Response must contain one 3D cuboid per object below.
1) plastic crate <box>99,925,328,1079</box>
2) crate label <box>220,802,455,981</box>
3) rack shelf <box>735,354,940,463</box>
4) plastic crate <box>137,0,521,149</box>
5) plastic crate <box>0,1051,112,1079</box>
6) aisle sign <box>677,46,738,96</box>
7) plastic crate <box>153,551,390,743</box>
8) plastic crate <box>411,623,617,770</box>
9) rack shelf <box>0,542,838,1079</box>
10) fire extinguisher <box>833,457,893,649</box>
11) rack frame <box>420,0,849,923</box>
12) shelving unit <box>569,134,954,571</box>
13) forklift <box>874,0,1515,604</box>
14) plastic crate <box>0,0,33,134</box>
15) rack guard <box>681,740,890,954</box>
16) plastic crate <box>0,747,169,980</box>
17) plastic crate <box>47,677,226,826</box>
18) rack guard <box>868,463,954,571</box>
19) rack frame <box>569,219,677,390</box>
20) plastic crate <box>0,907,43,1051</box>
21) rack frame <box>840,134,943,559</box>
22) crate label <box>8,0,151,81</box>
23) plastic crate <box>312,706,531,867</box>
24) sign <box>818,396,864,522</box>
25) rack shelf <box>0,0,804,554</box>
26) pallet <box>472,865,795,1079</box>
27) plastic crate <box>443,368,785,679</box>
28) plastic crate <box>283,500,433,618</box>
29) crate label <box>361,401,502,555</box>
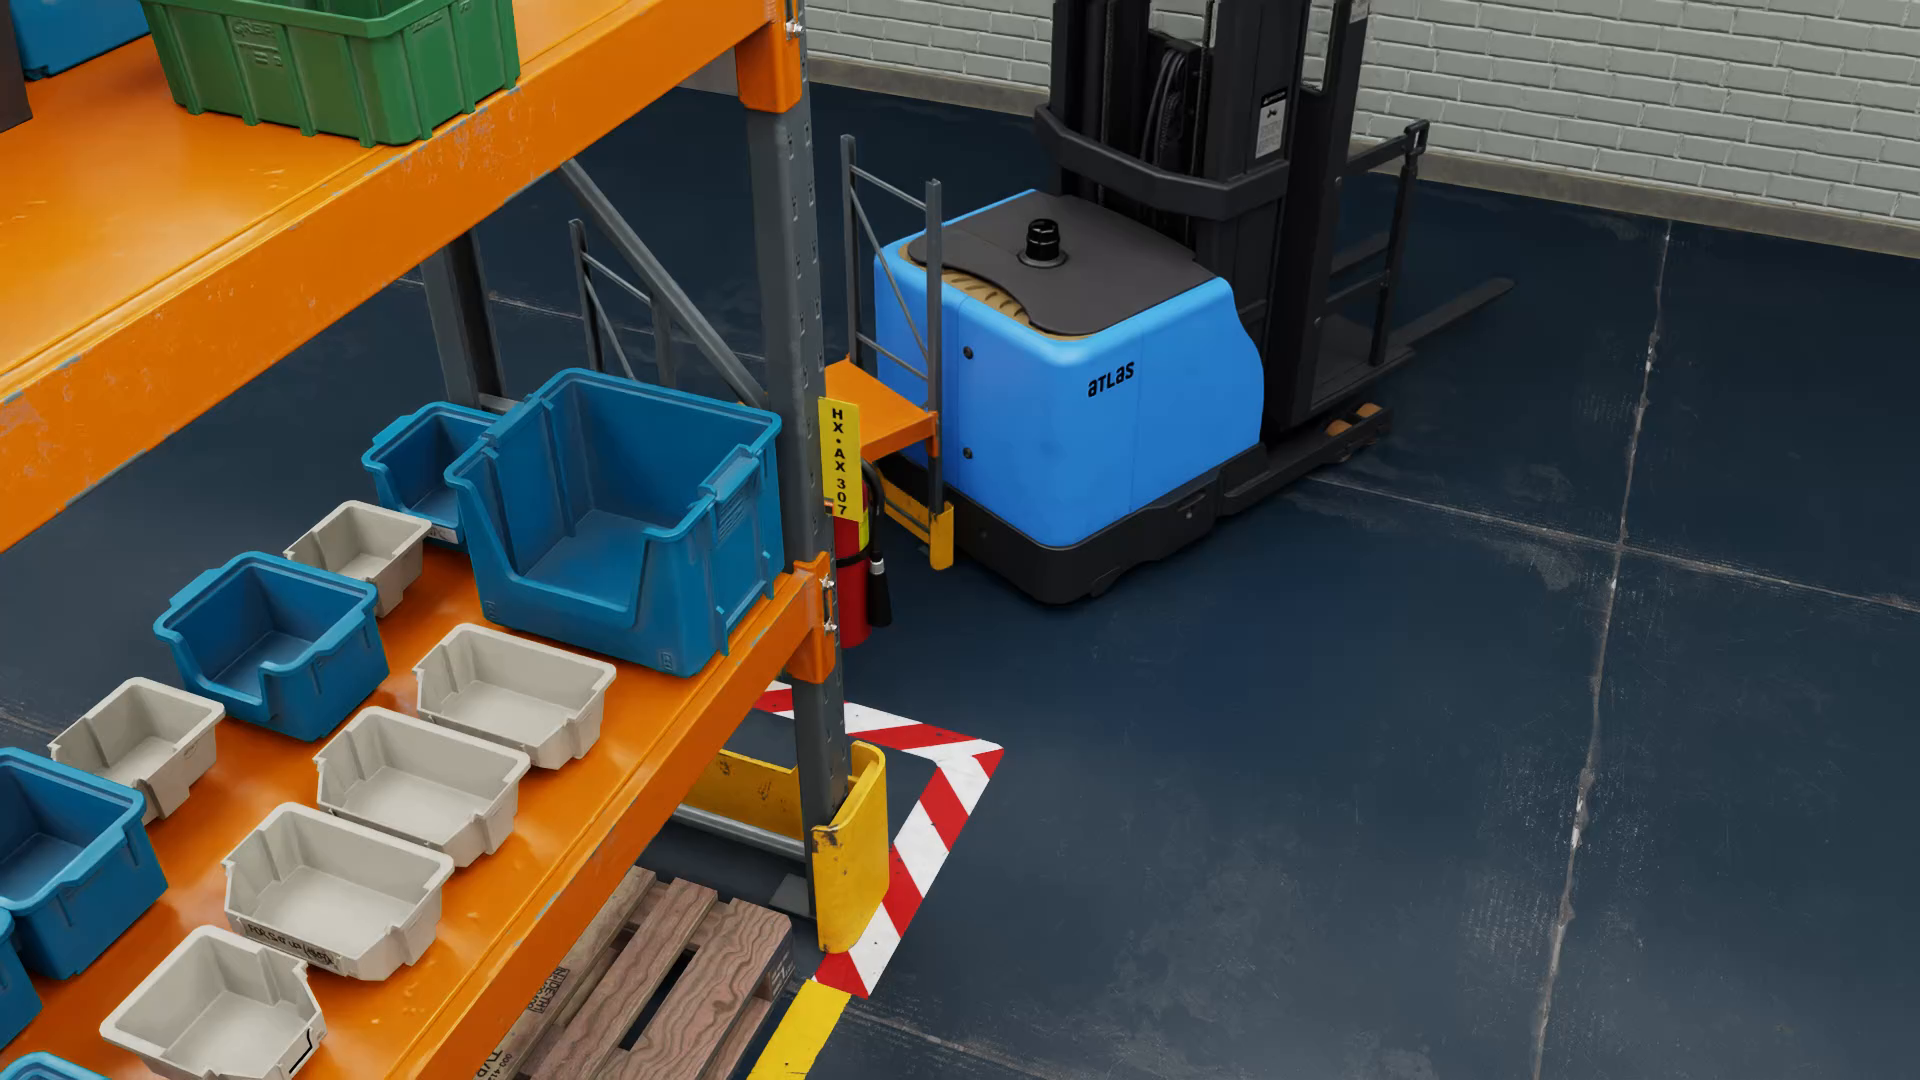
[{"bbox_3d":[-1.236,0.825,2.811,0.298,0.136,0.250,14,39,18],"label":"plastic crate"},{"bbox_3d":[-1.140,0.657,3.036,0.396,0.136,0.243,14,39,18],"label":"crate label"},{"bbox_3d":[-0.623,-0.299,5.693,1.000,0.185,0.538,-26,44,-31],"label":"rack shelf"},{"bbox_3d":[-0.901,-0.740,2.406,0.450,0.188,0.336,14,39,18],"label":"plastic crate"},{"bbox_3d":[-1.335,1.004,2.491,0.416,0.233,0.300,14,39,18],"label":"plastic crate"},{"bbox_3d":[-0.492,-1.249,3.244,0.394,0.787,0.004,14,39,18],"label":"aisle sign"},{"bbox_3d":[-1.439,0.235,3.520,0.416,0.233,0.300,14,39,18],"label":"plastic crate"},{"bbox_3d":[-0.933,0.340,3.460,0.396,0.136,0.243,14,39,18],"label":"plastic crate"},{"bbox_3d":[-1.551,1.161,2.792,1.077,0.370,4.000,14,39,18],"label":"rack shelf"},{"bbox_3d":[-0.313,-0.034,4.166,0.296,0.674,0.183,14,39,18],"label":"fire extinguisher"},{"bbox_3d":[-0.790,-0.235,4.058,1.000,3.000,0.127,14,39,18],"label":"rack frame"},{"bbox_3d":[-0.616,-0.447,5.590,1.083,1.500,0.587,-26,44,-31],"label":"shelving unit"},{"bbox_3d":[1.121,-1.699,6.075,3.031,2.935,1.130,-28,45,-32],"label":"forklift"},{"bbox_3d":[-1.626,-0.628,2.131,0.504,0.338,0.767,14,39,18],"label":"plastic crate"},{"bbox_3d":[-0.793,0.750,4.829,1.175,0.500,0.348,14,39,18],"label":"rack guard"},{"bbox_3d":[-1.690,0.599,3.033,0.416,0.233,0.300,14,39,18],"label":"plastic crate"},{"bbox_3d":[-1.645,0.443,3.322,0.250,0.136,0.298,14,39,18],"label":"plastic crate"},{"bbox_3d":[-0.234,-0.133,6.218,0.087,0.250,0.587,-26,44,-31],"label":"rack guard"},{"bbox_3d":[-1.014,-0.251,5.324,0.032,1.500,0.500,-26,44,-31],"label":"rack frame"},{"bbox_3d":[-1.804,0.765,2.810,0.416,0.233,0.300,14,39,18],"label":"plastic crate"},{"bbox_3d":[-0.231,-0.635,5.847,0.032,1.500,0.500,-26,44,-31],"label":"rack frame"},{"bbox_3d":[-1.440,-0.939,2.620,0.408,0.251,0.502,14,39,18],"label":"crate label"},{"bbox_3d":[-1.057,0.497,3.250,0.396,0.136,0.243,14,39,18],"label":"plastic crate"},{"bbox_3d":[-0.275,-0.184,3.854,0.100,0.325,0.005,14,39,18],"label":"sign"},{"bbox_3d":[-1.551,-0.041,1.894,1.077,0.370,4.000,14,39,18],"label":"rack shelf"},{"bbox_3d":[-1.140,1.330,4.294,1.003,0.211,1.213,14,39,18],"label":"pallet"},{"bbox_3d":[-0.745,-0.045,3.725,0.616,0.435,0.499,14,39,18],"label":"plastic crate"},{"bbox_3d":[-1.387,0.067,3.825,0.250,0.136,0.298,14,39,18],"label":"plastic crate"},{"bbox_3d":[-1.189,-0.130,4.008,0.416,0.233,0.303,14,39,18],"label":"crate label"}]
